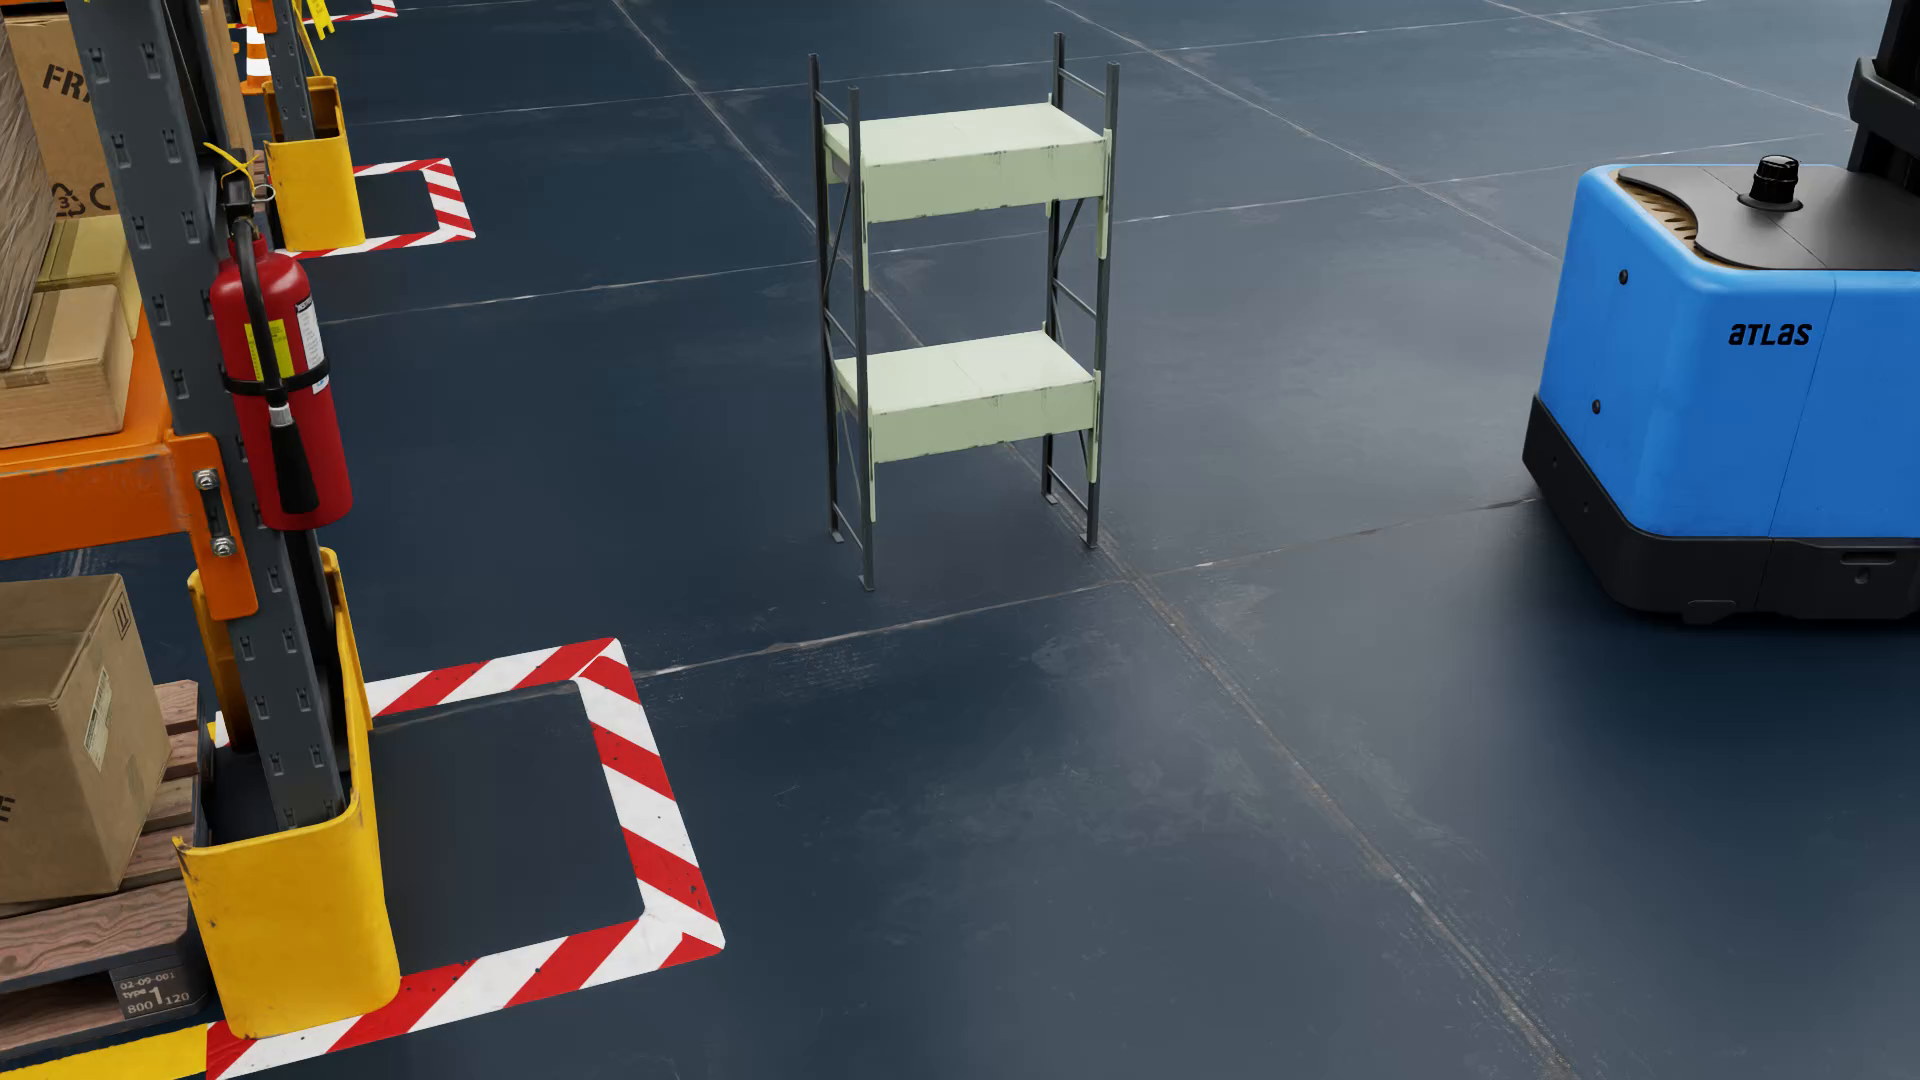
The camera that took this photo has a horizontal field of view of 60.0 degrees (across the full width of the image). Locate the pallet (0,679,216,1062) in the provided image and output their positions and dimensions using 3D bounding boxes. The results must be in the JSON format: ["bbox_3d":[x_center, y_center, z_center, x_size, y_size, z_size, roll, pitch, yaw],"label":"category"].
[{"bbox_3d":[-2.320,0.775,3.677,1.213,0.211,1.003,-10,31,-18],"label":"pallet"}]

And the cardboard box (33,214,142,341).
[{"bbox_3d":[-1.826,-0.526,3.397,0.250,0.149,0.380,-10,31,-18],"label":"cardboard box"}]

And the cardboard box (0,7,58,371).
[{"bbox_3d":[-2.001,-0.664,2.984,0.500,0.500,0.875,-10,31,-18],"label":"cardboard box"}]

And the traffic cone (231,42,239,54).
[{"bbox_3d":[-4.884,-3.397,10.745,0.334,0.463,0.336,-10,31,-18],"label":"traffic cone"}]

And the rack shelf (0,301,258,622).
[{"bbox_3d":[-3.350,0.084,2.799,4.000,0.370,1.077,-10,31,-18],"label":"rack shelf"}]

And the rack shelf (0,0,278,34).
[{"bbox_3d":[-4.985,-2.235,6.869,4.000,0.370,1.077,-10,31,-18],"label":"rack shelf"}]

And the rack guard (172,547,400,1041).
[{"bbox_3d":[-1.547,0.525,3.823,0.348,0.500,1.175,-10,31,-18],"label":"rack guard"}]

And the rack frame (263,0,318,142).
[{"bbox_3d":[-3.110,-2.893,7.297,0.127,3.000,1.000,-10,31,-18],"label":"rack frame"}]

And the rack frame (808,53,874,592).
[{"bbox_3d":[-0.337,-0.590,4.770,0.023,1.500,0.400,-10,31,-18],"label":"rack frame"}]

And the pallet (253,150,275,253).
[{"bbox_3d":[-3.832,-1.507,7.681,1.213,0.211,1.003,-10,31,-18],"label":"pallet"}]

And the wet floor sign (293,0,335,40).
[{"bbox_3d":[-4.380,-3.685,11.066,0.232,0.644,0.267,0,30,0],"label":"wet floor sign"}]

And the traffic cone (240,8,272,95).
[{"bbox_3d":[-4.179,-2.940,9.944,0.334,0.463,0.336,-10,31,-18],"label":"traffic cone"}]

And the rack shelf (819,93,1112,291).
[{"bbox_3d":[0.006,-0.992,4.688,0.720,0.370,0.431,-10,31,-18],"label":"rack shelf"}]

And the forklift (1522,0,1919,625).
[{"bbox_3d":[3.397,-1.262,4.504,3.031,2.935,1.130,0,30,0],"label":"forklift"}]

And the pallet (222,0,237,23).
[{"bbox_3d":[-5.776,-3.823,11.747,1.213,0.211,1.003,-10,31,-18],"label":"pallet"}]

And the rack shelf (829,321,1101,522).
[{"bbox_3d":[0.006,-0.370,5.042,0.720,0.370,0.431,-10,31,-18],"label":"rack shelf"}]

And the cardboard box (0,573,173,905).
[{"bbox_3d":[-2.067,0.430,3.566,0.500,0.500,0.500,-5,30,-8],"label":"cardboard box"}]

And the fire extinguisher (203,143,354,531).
[{"bbox_3d":[-1.208,-0.346,2.906,0.183,0.674,0.296,-10,31,-18],"label":"fire extinguisher"}]

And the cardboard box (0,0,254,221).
[{"bbox_3d":[-3.723,-2.004,7.460,0.875,0.875,0.875,-10,31,-17],"label":"cardboard box"}]

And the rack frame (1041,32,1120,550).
[{"bbox_3d":[0.349,-0.716,4.992,0.023,1.500,0.400,-10,31,-18],"label":"rack frame"}]

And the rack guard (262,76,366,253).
[{"bbox_3d":[-3.088,-1.811,7.923,0.348,0.500,1.175,-10,31,-18],"label":"rack guard"}]

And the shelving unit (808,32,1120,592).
[{"bbox_3d":[0.006,-0.653,4.881,0.755,1.500,0.431,-10,31,-18],"label":"shelving unit"}]

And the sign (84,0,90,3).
[{"bbox_3d":[-1.301,-0.953,2.404,0.005,0.325,0.100,-10,31,-18],"label":"sign"}]

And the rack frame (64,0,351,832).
[{"bbox_3d":[-1.476,-0.574,3.227,0.127,3.000,1.000,-10,31,-18],"label":"rack frame"}]

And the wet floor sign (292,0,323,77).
[{"bbox_3d":[-3.774,-2.793,9.501,0.232,0.644,0.267,-16,33,-26],"label":"wet floor sign"}]

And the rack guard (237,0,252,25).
[{"bbox_3d":[-5.002,-4.072,11.893,0.348,0.500,1.175,-10,31,-18],"label":"rack guard"}]

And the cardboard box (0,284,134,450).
[{"bbox_3d":[-1.671,-0.320,3.035,0.250,0.149,0.380,-10,31,-18],"label":"cardboard box"}]
